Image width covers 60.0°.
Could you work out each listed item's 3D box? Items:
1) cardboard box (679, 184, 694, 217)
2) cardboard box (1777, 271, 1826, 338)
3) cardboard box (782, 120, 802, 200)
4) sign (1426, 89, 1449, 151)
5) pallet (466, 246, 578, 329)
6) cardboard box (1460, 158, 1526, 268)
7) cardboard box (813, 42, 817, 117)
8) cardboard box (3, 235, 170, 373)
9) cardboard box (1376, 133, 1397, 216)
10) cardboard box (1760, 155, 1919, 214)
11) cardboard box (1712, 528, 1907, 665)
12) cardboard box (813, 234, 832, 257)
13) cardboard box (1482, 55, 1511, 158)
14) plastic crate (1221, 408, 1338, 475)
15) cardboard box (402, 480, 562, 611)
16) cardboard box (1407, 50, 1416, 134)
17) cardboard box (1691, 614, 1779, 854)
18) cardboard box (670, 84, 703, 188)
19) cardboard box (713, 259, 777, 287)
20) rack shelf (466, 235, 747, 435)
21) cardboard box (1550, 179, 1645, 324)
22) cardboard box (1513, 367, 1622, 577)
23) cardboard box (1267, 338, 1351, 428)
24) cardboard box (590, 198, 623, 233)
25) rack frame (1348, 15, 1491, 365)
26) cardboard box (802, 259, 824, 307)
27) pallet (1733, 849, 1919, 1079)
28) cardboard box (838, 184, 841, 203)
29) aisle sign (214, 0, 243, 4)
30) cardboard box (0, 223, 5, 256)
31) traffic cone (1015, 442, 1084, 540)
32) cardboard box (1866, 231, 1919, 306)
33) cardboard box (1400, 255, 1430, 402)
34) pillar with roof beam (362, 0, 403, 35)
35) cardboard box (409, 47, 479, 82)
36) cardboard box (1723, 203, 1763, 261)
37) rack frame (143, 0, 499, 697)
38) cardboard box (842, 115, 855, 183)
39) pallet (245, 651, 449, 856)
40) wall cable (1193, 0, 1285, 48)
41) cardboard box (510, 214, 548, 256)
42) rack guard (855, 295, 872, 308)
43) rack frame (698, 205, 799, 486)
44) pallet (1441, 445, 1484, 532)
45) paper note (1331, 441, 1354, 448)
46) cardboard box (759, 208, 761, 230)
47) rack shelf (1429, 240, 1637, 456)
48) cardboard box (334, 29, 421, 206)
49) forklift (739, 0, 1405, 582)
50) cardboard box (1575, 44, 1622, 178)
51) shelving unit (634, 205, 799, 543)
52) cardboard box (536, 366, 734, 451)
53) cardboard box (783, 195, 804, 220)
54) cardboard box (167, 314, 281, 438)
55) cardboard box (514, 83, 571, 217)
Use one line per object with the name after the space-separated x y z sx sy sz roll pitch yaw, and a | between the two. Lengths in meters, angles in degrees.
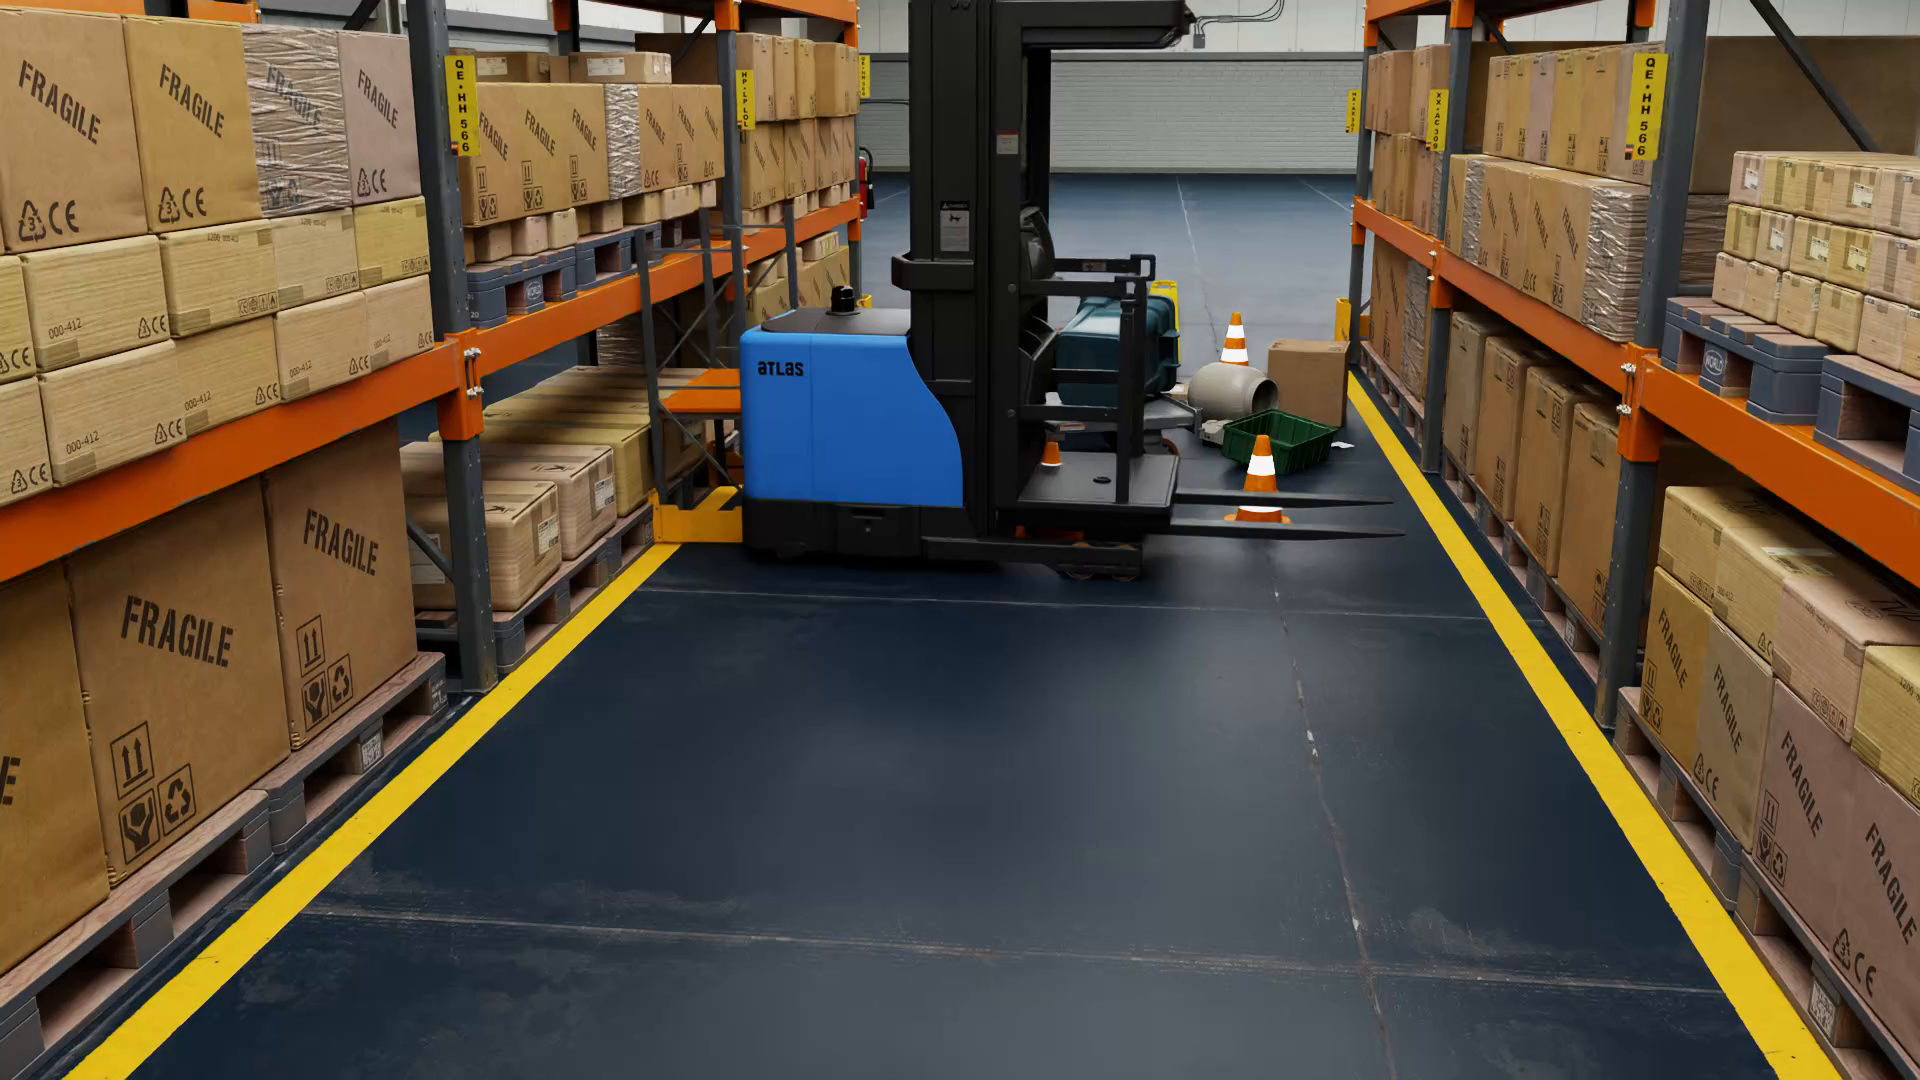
-1.589 -1.750 8.565 0.380 0.149 0.250 1 15 5 | cardboard box
2.402 -0.621 4.389 0.380 0.149 0.250 2 15 9 | cardboard box
-1.335 -2.505 10.917 0.500 0.500 0.500 2 15 6 | cardboard box
2.613 -2.299 9.107 0.100 0.325 0.005 2 15 6 | sign
-2.242 -1.004 6.497 1.213 0.211 1.003 2 15 6 | pallet
2.782 -1.616 8.199 0.500 0.500 0.500 2 15 7 | cardboard box
-1.368 -3.128 11.306 0.700 0.500 0.500 2 15 6 | cardboard box
-2.168 -0.544 3.755 0.500 0.250 0.500 1 15 5 | cardboard box
3.391 -2.554 11.574 0.875 0.550 0.550 2 15 6 | cardboard box
2.441 -0.974 4.555 0.380 0.149 0.250 1 15 5 | cardboard box
2.338 0.156 4.387 0.500 0.250 0.500 2 15 6 | cardboard box
-1.151 -2.156 12.175 0.380 0.149 0.250 2 15 7 | cardboard box
3.115 -2.229 8.551 0.700 0.500 0.500 1 15 5 | cardboard box
1.883 -0.581 9.840 0.450 0.188 0.662 22 25 31 | plastic crate
-2.142 0.011 6.606 0.950 0.372 0.625 1 15 2 | cardboard box
3.437 -2.935 10.913 0.875 0.550 0.500 2 15 6 | cardboard box
2.327 0.521 4.473 0.500 0.500 0.500 2 15 7 | cardboard box
-1.644 -2.086 8.563 0.500 0.500 0.500 2 15 7 | cardboard box
-1.356 -1.673 10.385 0.380 0.149 0.250 2 15 7 | cardboard box
-1.991 -1.080 7.789 1.077 0.370 4.000 2 15 6 | rack shelf
2.555 -1.092 6.261 0.500 0.500 0.500 2 15 6 | cardboard box
2.967 -0.288 6.986 1.050 0.750 0.750 2 15 7 | cardboard box
2.320 -1.054 11.098 0.500 0.500 0.500 4 16 16 | cardboard box
-1.764 -1.487 7.591 0.380 0.149 0.250 2 15 8 | cardboard box
3.616 -2.864 13.008 1.000 3.000 0.127 2 15 6 | rack frame
-1.264 -1.740 11.875 0.500 0.500 0.500 1 15 5 | cardboard box
2.484 1.075 3.782 1.003 0.211 1.213 2 15 6 | pallet
-1.112 -2.624 12.602 0.380 0.149 0.250 1 15 5 | cardboard box
-5.947 -4.392 13.679 0.394 0.787 0.004 2 15 6 | aisle sign
-2.243 -0.771 3.159 0.500 0.500 0.500 1 15 5 | cardboard box
0.447 -0.254 8.216 0.336 0.463 0.334 2 15 6 | traffic cone
2.347 -0.625 3.834 0.380 0.149 0.250 2 15 6 | cardboard box
3.403 -1.399 10.854 0.875 0.875 0.875 2 15 7 | cardboard box
-2.265 -7.300 17.920 9.100 9.000 0.400 2 15 6 | pillar with roof beam
-2.312 -2.049 7.185 0.380 0.149 0.250 1 15 4 | cardboard box
2.460 -0.895 4.832 0.380 0.149 0.250 2 15 9 | cardboard box
-2.216 -0.909 5.777 1.000 3.000 0.127 2 15 6 | rack frame
-1.101 -3.027 12.848 0.500 0.500 0.500 1 15 5 | cardboard box
-2.380 0.639 5.393 1.003 0.211 1.213 2 15 6 | pallet
7.243 -15.735 42.598 2.305 6.003 0.169 2 15 6 | wall cable
-1.853 -1.211 6.571 0.380 0.149 0.250 1 15 3 | cardboard box
-1.322 -1.757 13.703 1.175 0.500 0.348 2 15 6 | rack guard
-1.089 -1.012 8.838 0.500 1.500 0.032 1 17 8 | rack frame
3.153 -0.278 8.787 1.003 0.211 1.213 2 15 6 | pallet
2.341 -0.595 10.302 0.147 0.020 0.142 -10 18 -32 | paper note
-1.434 -1.964 10.161 0.380 0.149 0.250 2 15 8 | cardboard box
2.939 -0.961 7.347 1.077 0.370 4.000 2 15 6 | rack shelf
-2.015 -1.298 5.109 0.500 0.500 0.500 1 15 5 | cardboard box
0.544 -1.376 7.636 3.031 2.935 1.130 3 15 9 | forklift
2.886 -1.701 6.598 0.700 0.500 0.500 1 15 5 | cardboard box
-1.163 -0.862 8.348 0.587 1.500 1.083 1 17 8 | shelving unit
-1.822 -0.744 9.398 0.950 0.372 0.625 2 15 7 | cardboard box
-1.257 -2.229 11.139 0.380 0.149 0.250 2 15 7 | cardboard box
-2.130 -0.435 4.310 0.500 0.250 0.500 2 15 6 | cardboard box
-1.884 -1.549 6.577 0.500 0.500 0.500 2 15 9 | cardboard box
